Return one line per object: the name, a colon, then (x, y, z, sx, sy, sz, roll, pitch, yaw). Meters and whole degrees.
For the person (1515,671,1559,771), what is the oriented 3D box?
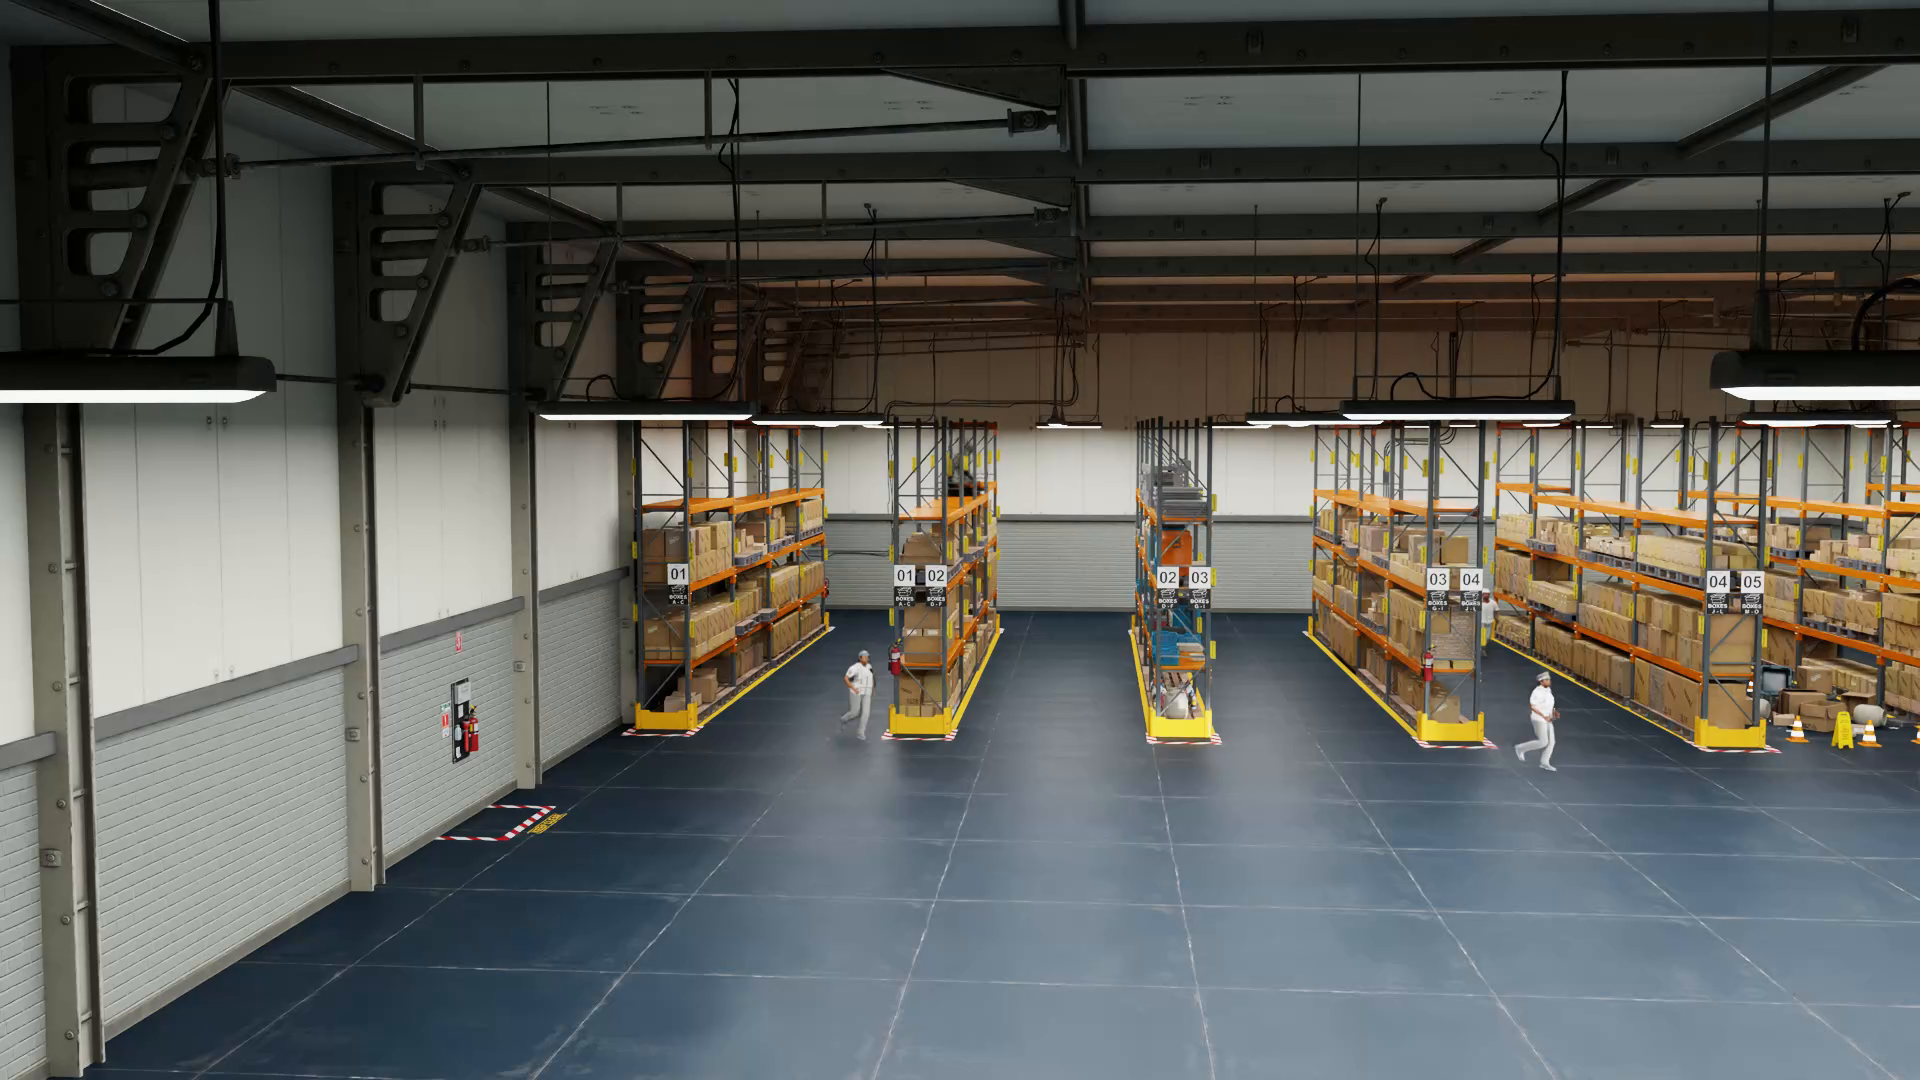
person: (9.852, 3.054, 28.290, 0.582, 1.687, 0.671, -4, 5, -45)

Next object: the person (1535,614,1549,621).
person: (16.399, 1.809, 47.157, 0.662, 1.652, 0.874, -2, 4, -23)

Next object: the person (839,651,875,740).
person: (-1.844, 2.886, 31.180, 0.669, 1.621, 0.766, -3, 5, -35)

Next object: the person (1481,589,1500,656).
person: (13.348, 2.098, 42.190, 0.706, 1.729, 0.574, 0, 4, 2)
